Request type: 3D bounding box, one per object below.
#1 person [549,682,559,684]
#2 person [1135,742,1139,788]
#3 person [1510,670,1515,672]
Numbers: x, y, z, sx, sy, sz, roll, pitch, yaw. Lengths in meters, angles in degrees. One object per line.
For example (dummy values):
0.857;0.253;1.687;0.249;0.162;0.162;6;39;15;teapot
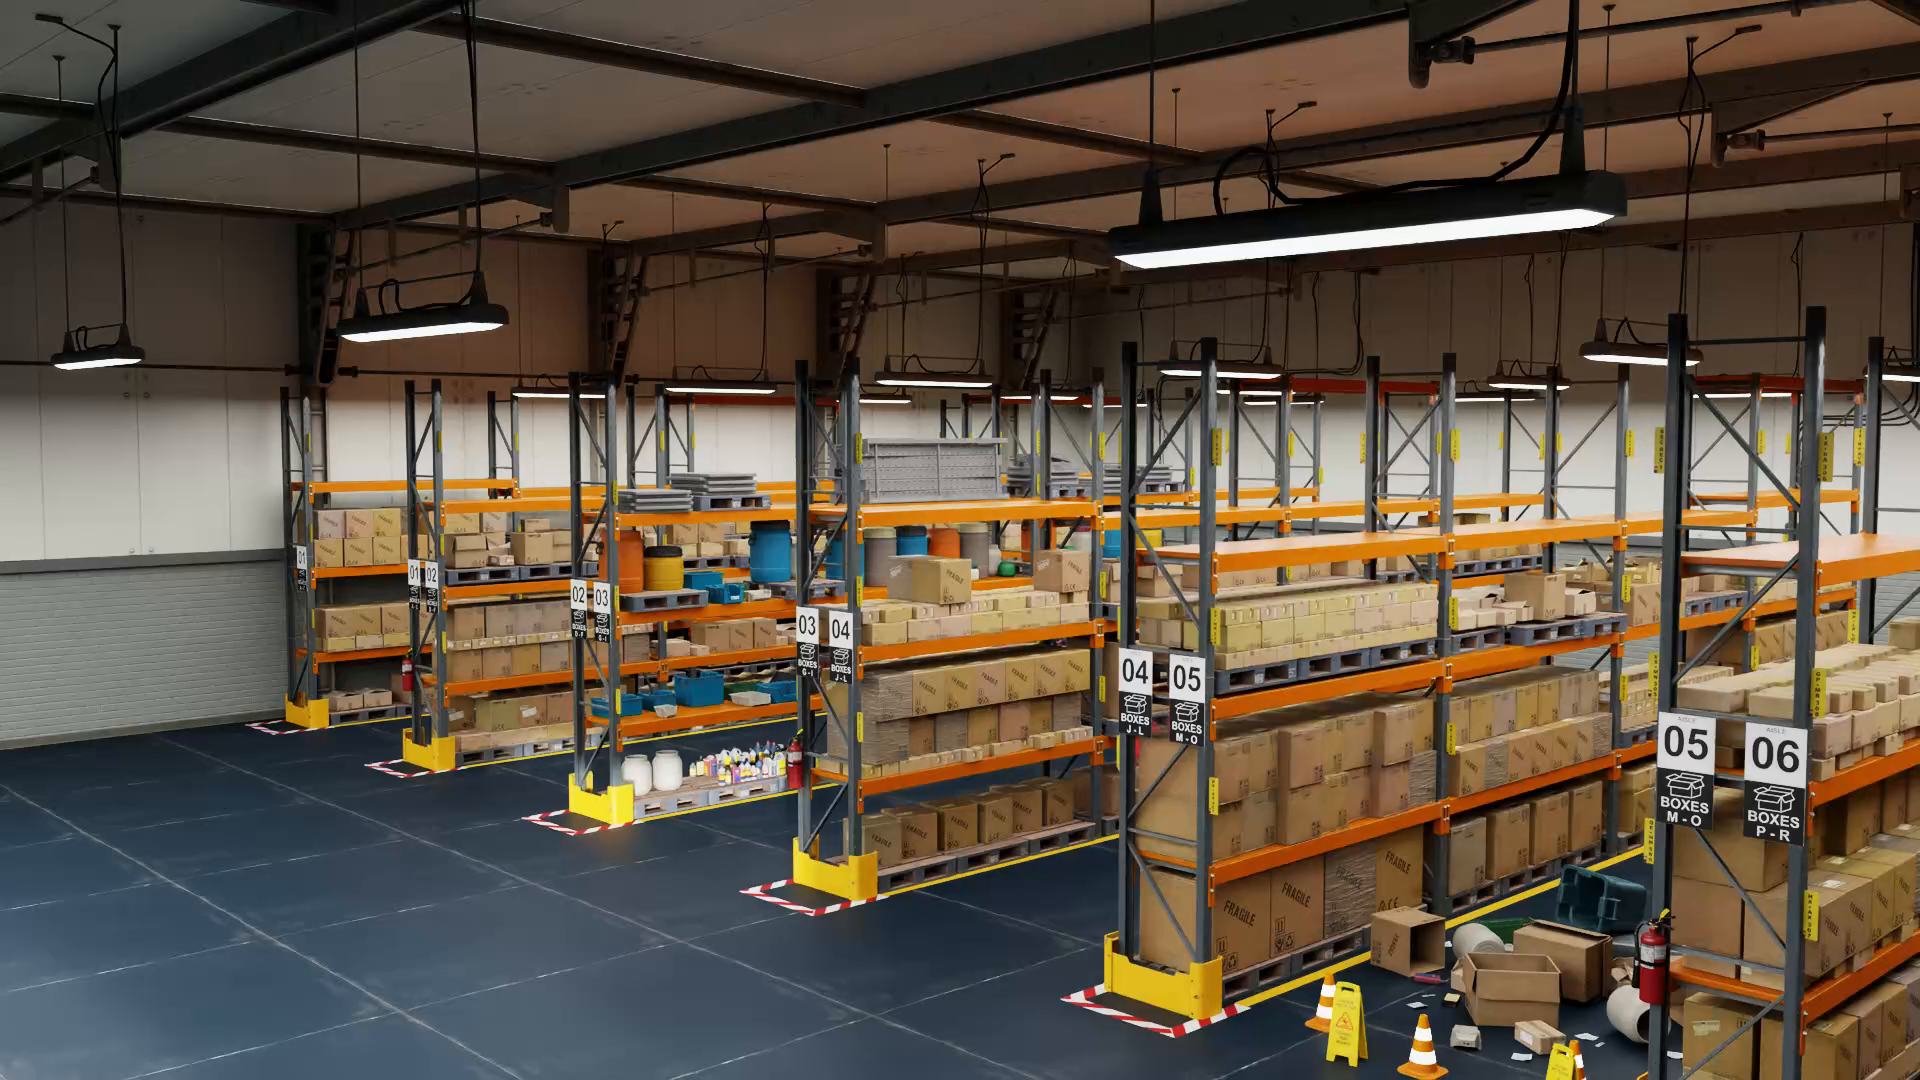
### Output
-7.146;2.408;29.755;0.698;1.738;0.735;2;4;30;person
2.250;3.115;19.835;0.662;1.531;1.012;3;5;44;person
8.653;2.810;25.725;0.593;1.413;0.638;-2;4;-25;person
